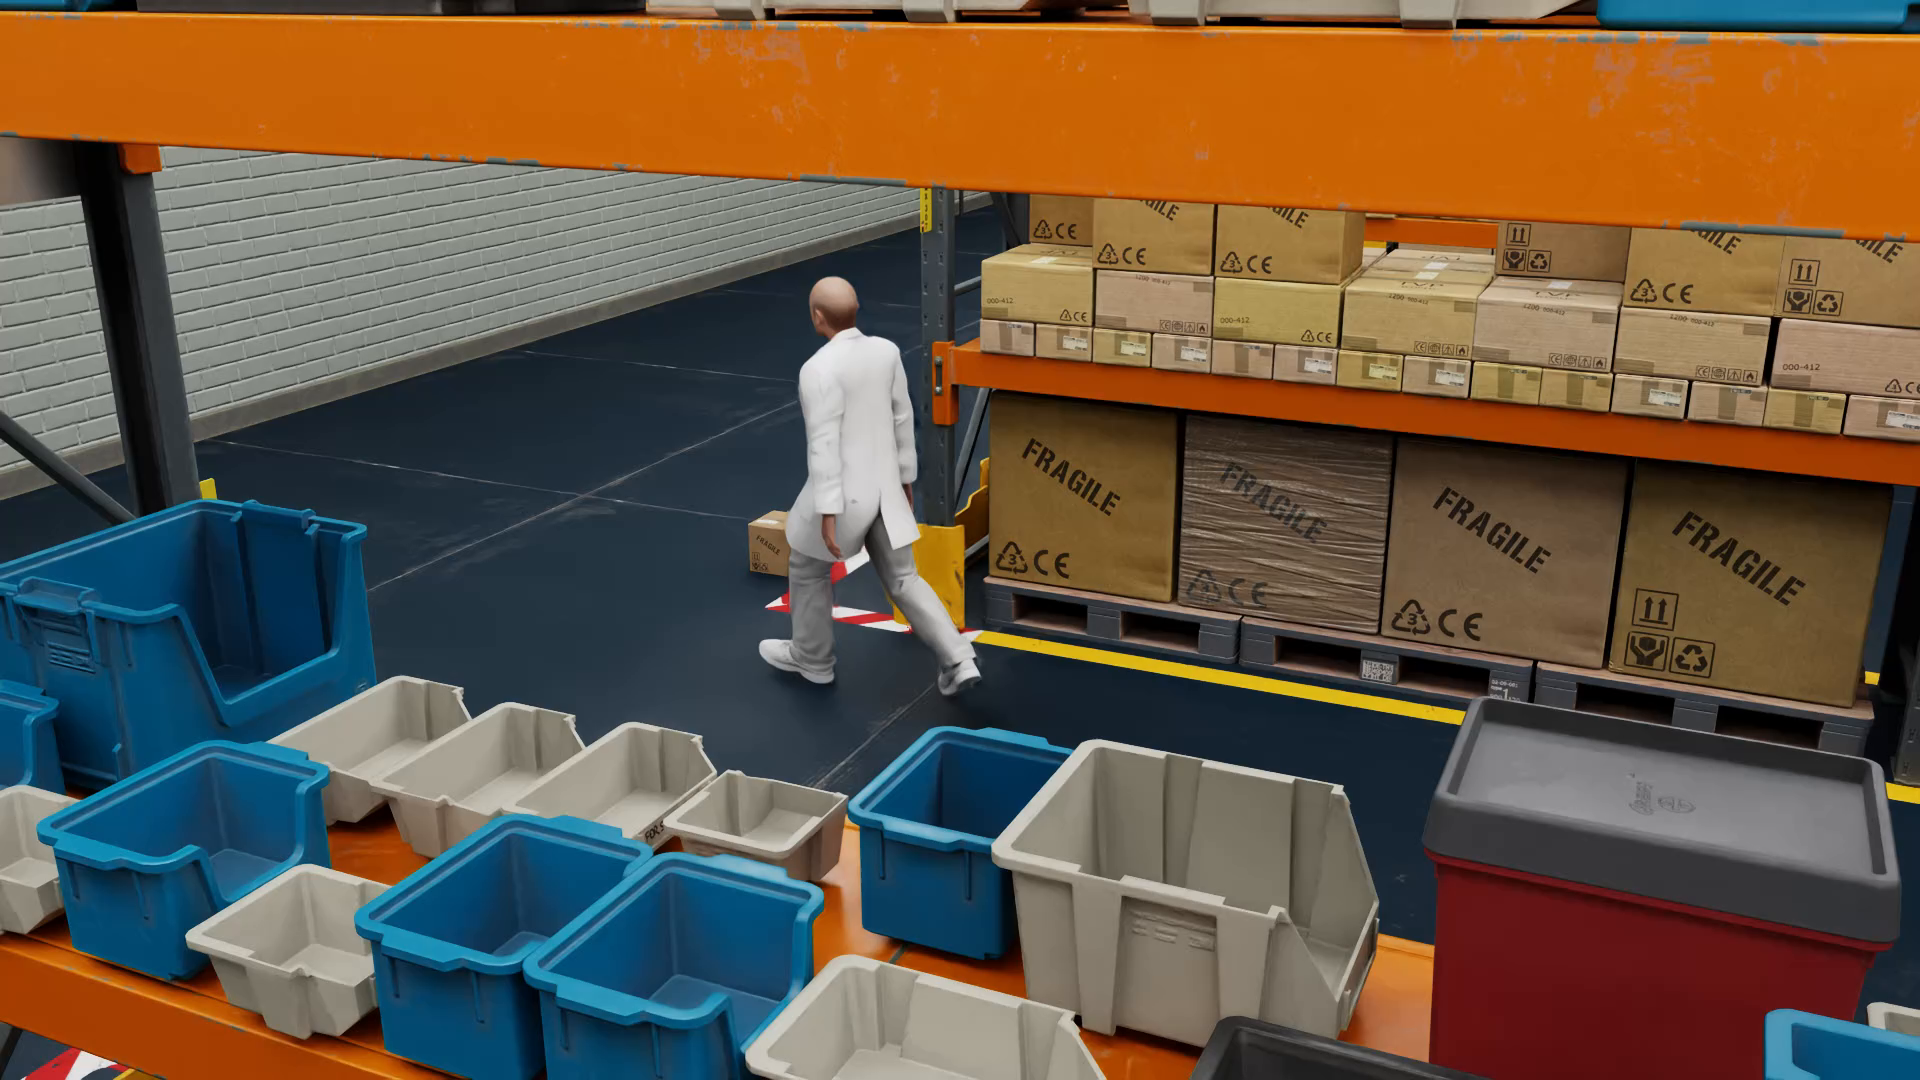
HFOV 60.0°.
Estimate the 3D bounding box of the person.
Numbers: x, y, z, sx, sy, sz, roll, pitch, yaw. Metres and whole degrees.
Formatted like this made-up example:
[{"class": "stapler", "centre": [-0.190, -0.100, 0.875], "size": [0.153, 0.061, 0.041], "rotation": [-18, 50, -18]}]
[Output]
[{"class": "person", "centre": [-0.362, -0.179, 6.664], "size": [1.131, 1.734, 0.630], "rotation": [17, 25, 41]}]
